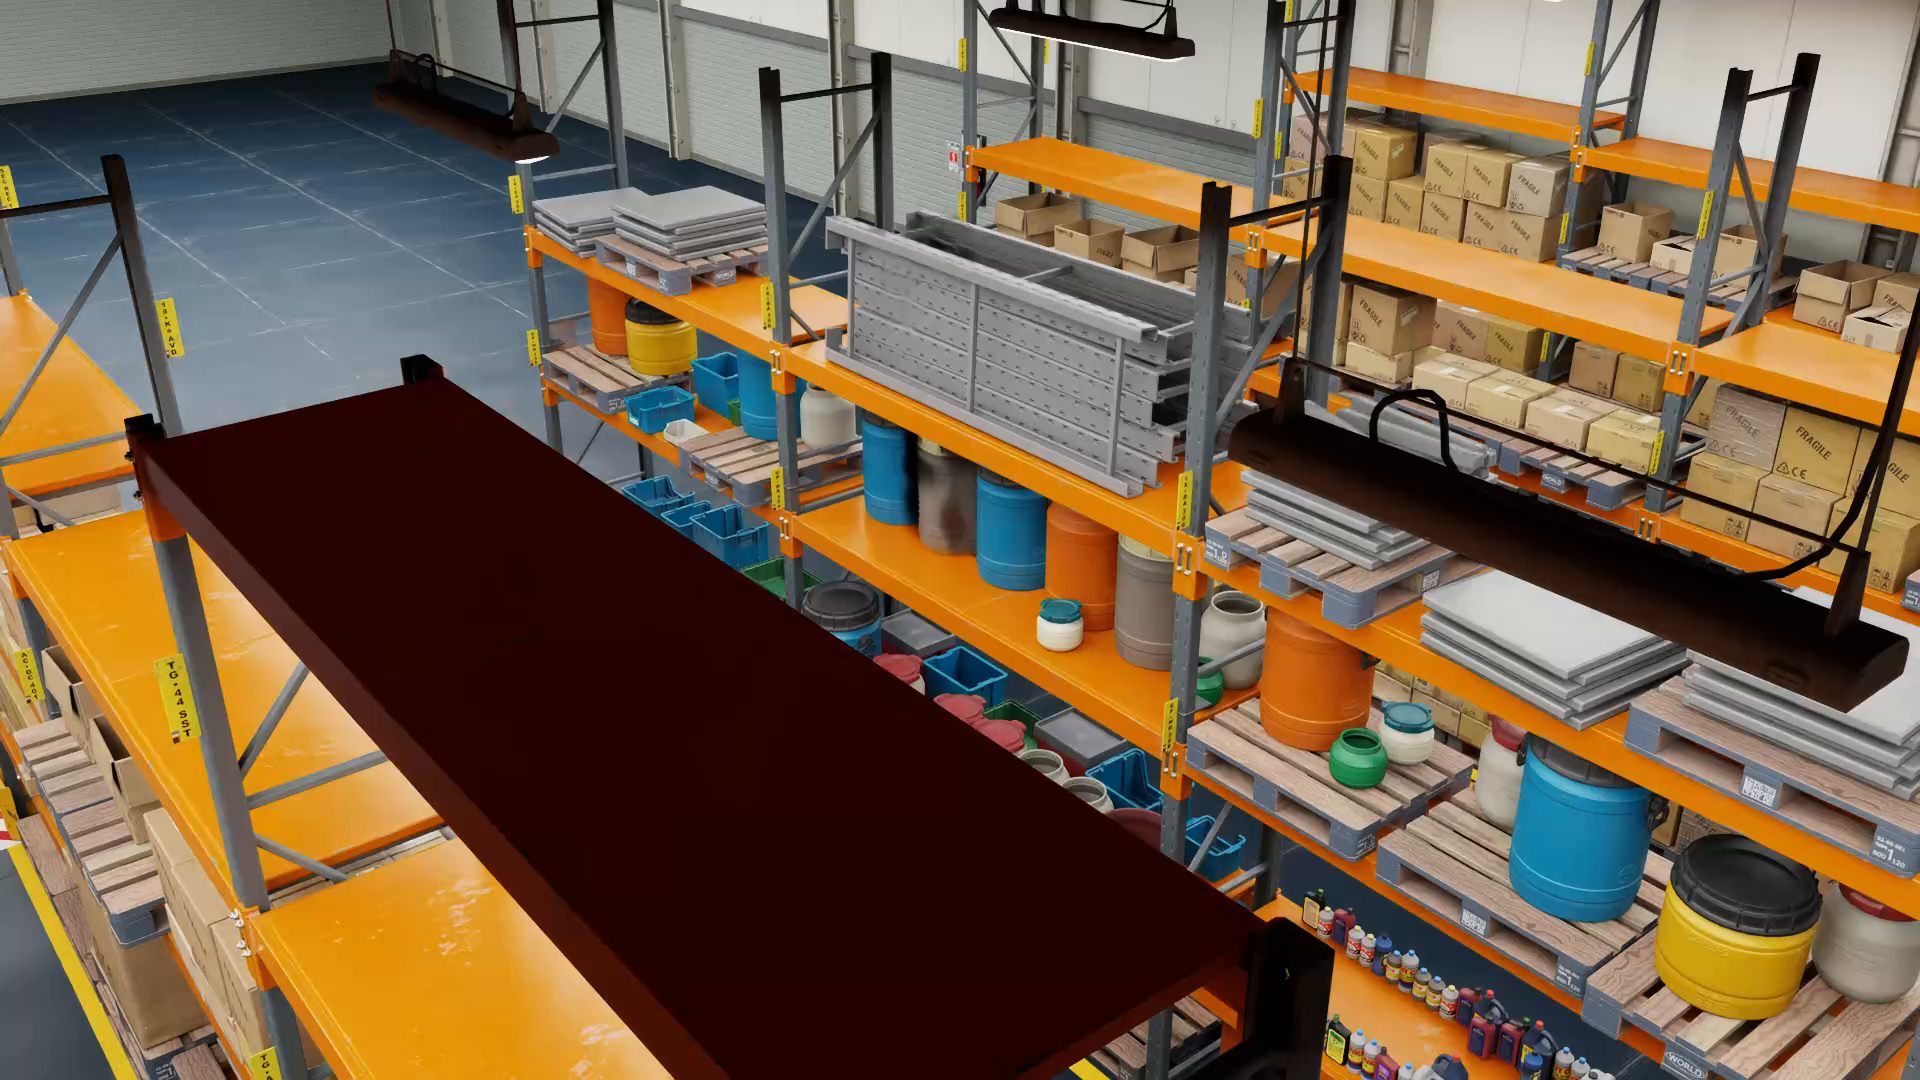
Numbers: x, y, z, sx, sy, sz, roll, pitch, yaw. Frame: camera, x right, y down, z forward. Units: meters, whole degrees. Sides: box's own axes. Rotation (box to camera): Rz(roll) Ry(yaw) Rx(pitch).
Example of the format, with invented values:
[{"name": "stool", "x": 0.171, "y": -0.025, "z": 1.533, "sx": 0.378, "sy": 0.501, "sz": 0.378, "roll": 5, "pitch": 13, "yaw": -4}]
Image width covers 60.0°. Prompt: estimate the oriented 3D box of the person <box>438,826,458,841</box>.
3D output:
[{"name": "person", "x": -3.322, "y": 2.484, "z": 11.135, "sx": 0.639, "sy": 1.743, "sz": 0.530, "roll": -21, "pitch": 33, "yaw": -36}]
